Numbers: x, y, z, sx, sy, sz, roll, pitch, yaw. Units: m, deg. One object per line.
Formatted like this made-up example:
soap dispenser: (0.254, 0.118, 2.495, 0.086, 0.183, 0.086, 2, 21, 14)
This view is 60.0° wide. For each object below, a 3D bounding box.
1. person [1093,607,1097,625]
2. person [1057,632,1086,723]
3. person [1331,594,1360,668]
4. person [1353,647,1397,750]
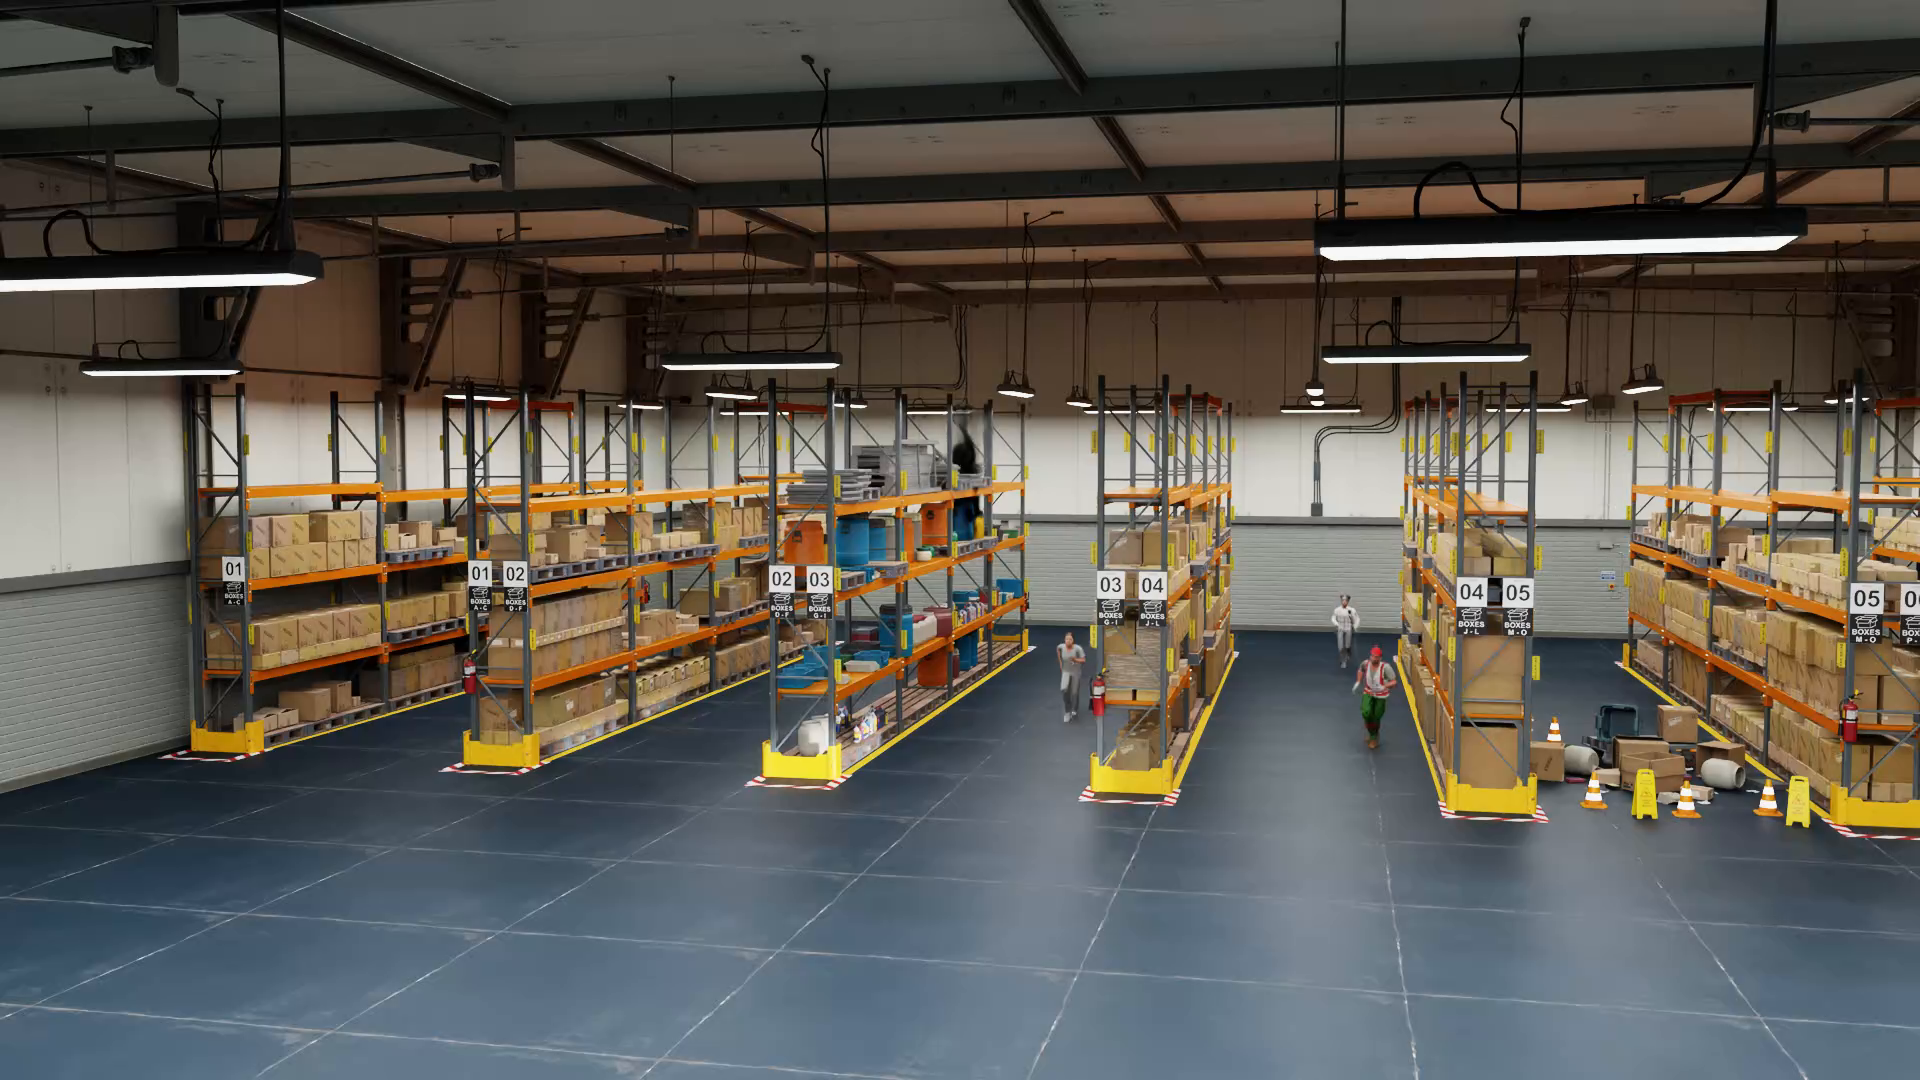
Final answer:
person: (3.280, 2.067, 36.751, 0.701, 1.711, 0.794, 1, 3, 12)
person: (2.019, 2.460, 30.116, 0.559, 1.635, 0.899, 1, 3, 11)
person: (8.654, 2.045, 37.397, 0.612, 1.658, 0.548, 1, 3, 19)
person: (6.888, 2.586, 27.580, 0.739, 1.702, 0.845, 1, 4, 23)
